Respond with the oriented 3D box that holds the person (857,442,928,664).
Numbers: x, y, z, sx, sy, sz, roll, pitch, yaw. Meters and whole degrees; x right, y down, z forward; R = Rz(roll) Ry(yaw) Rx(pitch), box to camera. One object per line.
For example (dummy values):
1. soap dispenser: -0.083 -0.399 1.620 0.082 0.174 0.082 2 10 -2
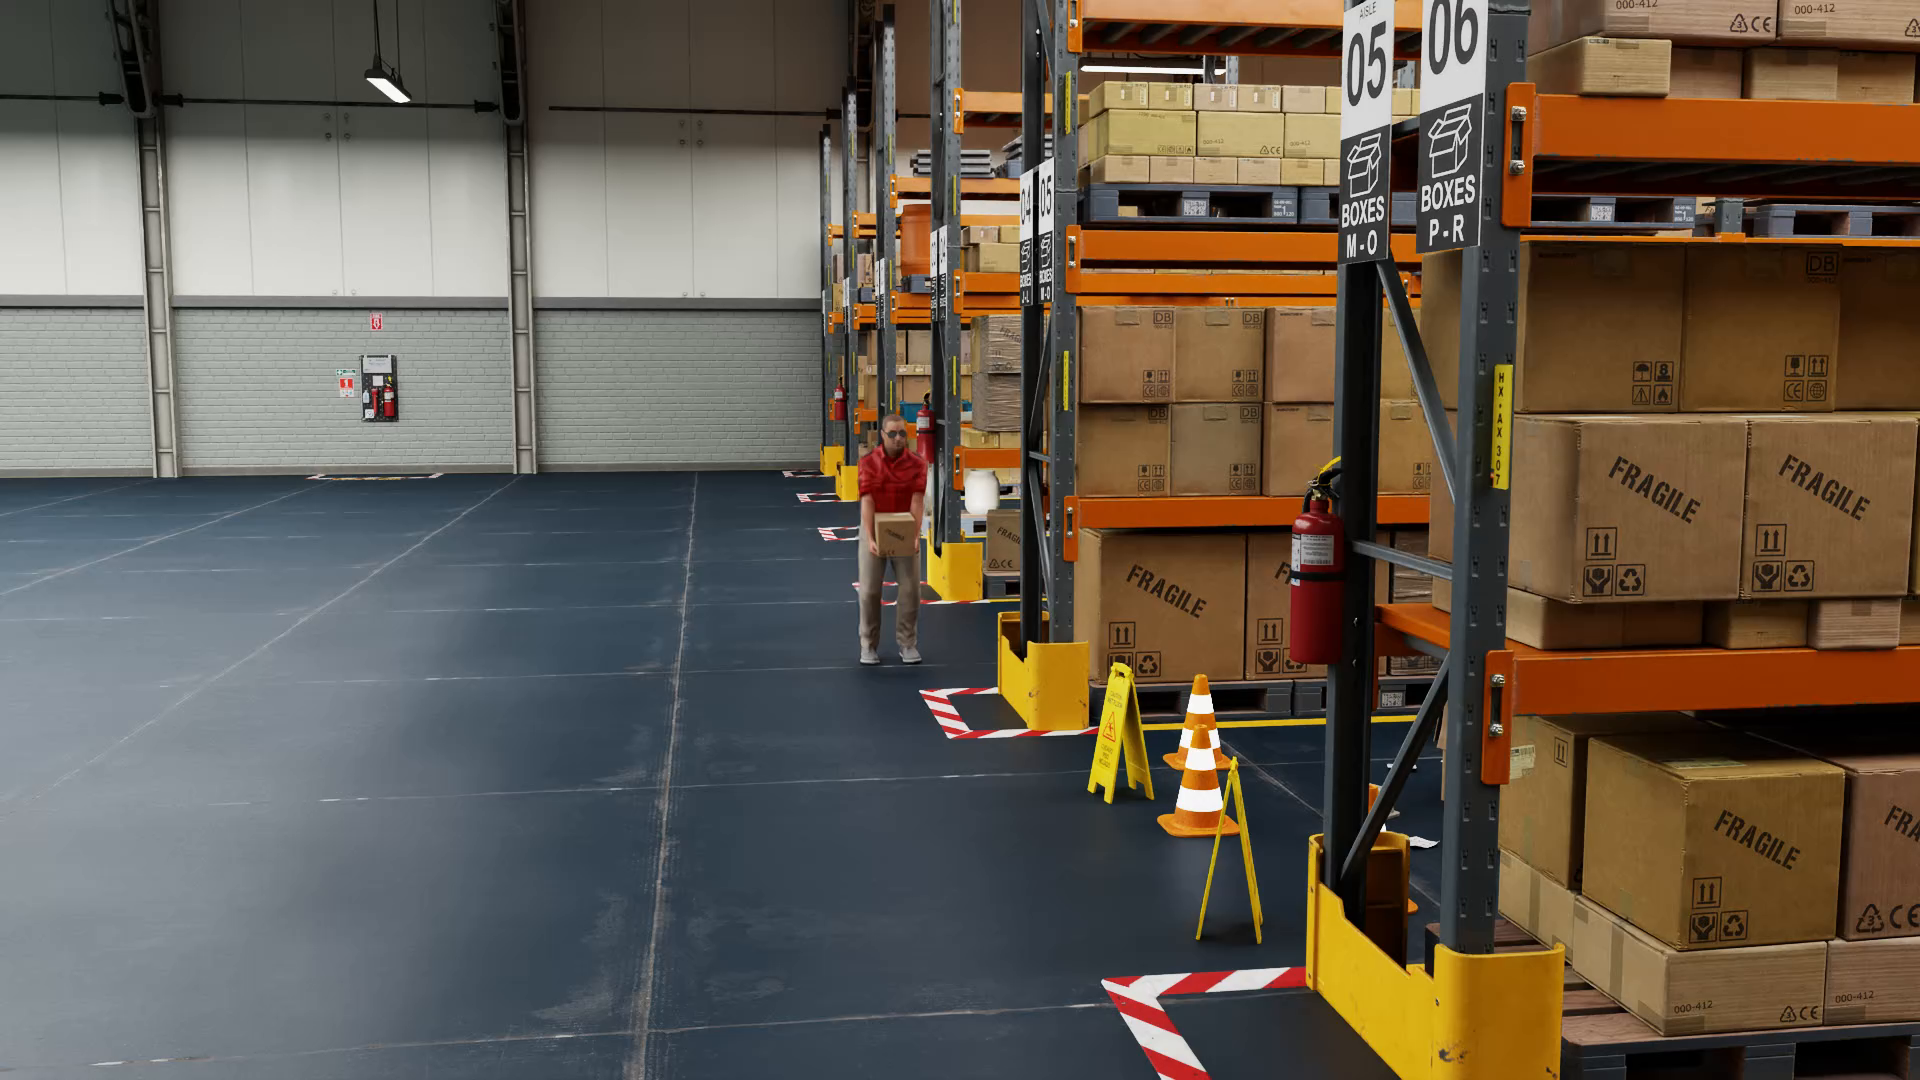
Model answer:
1. person: -0.473 0.079 11.497 0.483 1.533 0.404 -1 7 -10
